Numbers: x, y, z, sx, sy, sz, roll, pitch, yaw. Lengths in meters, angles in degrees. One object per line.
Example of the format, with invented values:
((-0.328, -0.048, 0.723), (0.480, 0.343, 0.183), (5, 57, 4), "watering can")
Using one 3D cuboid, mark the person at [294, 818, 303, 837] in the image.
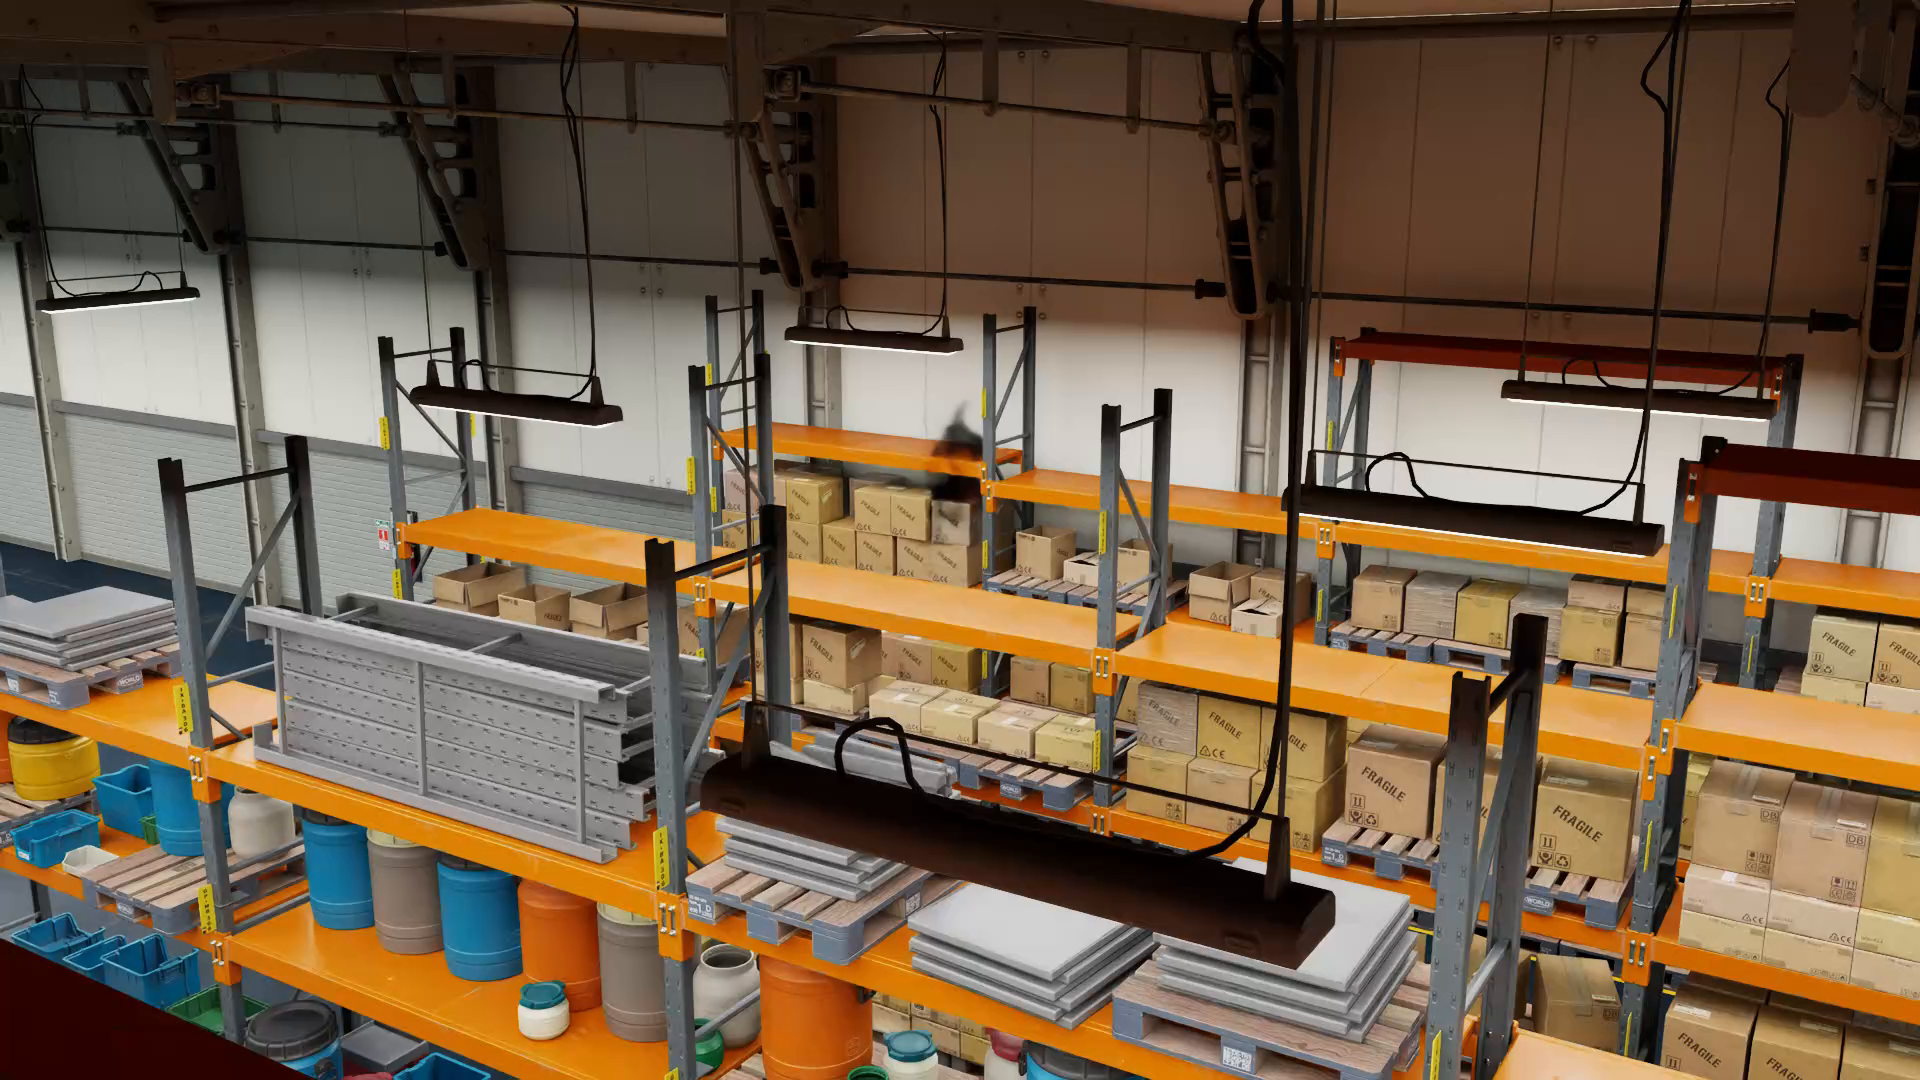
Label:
((-7.592, 2.813, 18.292), (0.881, 1.753, 0.711), (-11, 18, -37), "person")
